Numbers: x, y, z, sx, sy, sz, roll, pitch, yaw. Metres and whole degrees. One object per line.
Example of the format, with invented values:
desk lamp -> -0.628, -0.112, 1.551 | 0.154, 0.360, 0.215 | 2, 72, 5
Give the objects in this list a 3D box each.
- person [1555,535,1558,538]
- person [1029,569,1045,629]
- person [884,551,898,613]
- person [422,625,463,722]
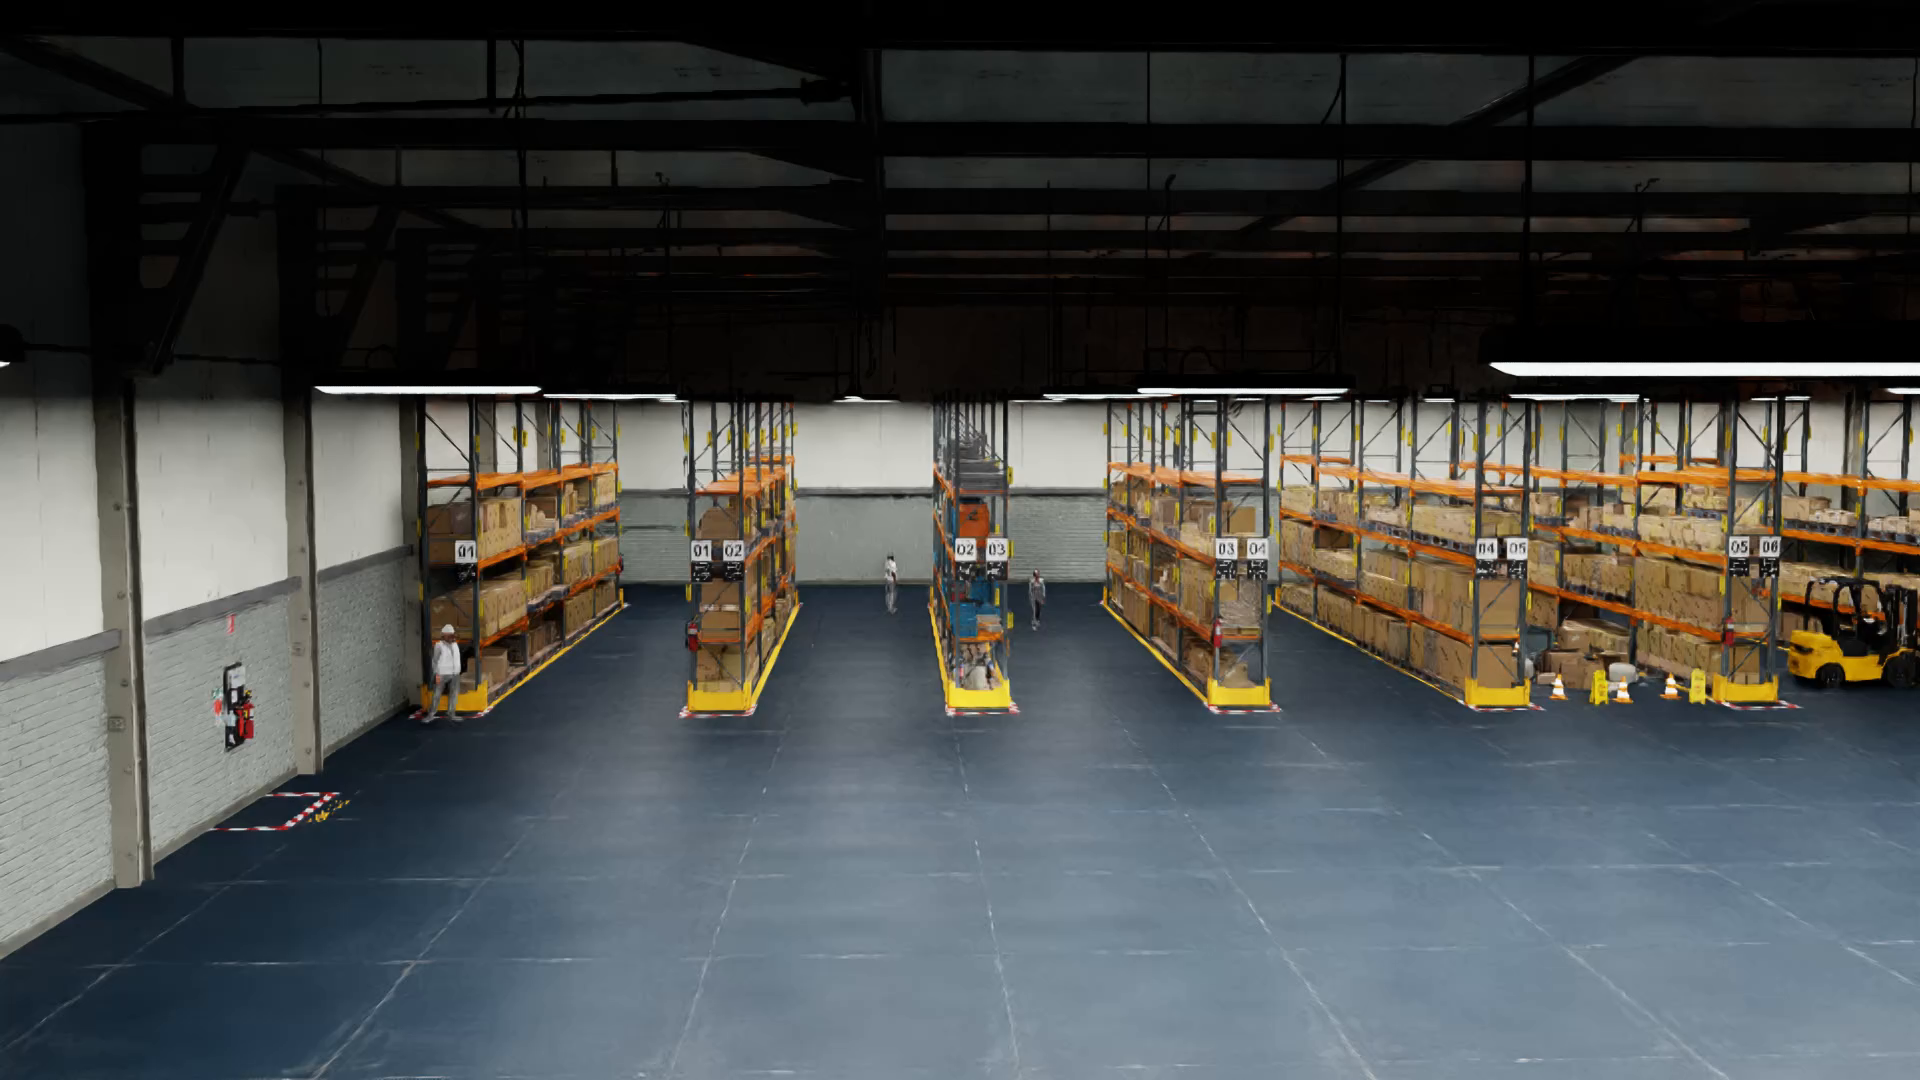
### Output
person -> 18.362, 0.718, 50.758 | 0.619, 1.762, 0.593 | -3, 6, -37
person -> 1.969, 1.495, 42.487 | 0.417, 1.517, 1.034 | 0, 5, -3
person -> -1.886, 1.171, 45.918 | 0.368, 1.737, 0.532 | -3, 5, -30
person -> -9.332, 2.409, 29.906 | 0.478, 1.761, 0.709 | 4, 6, 43
